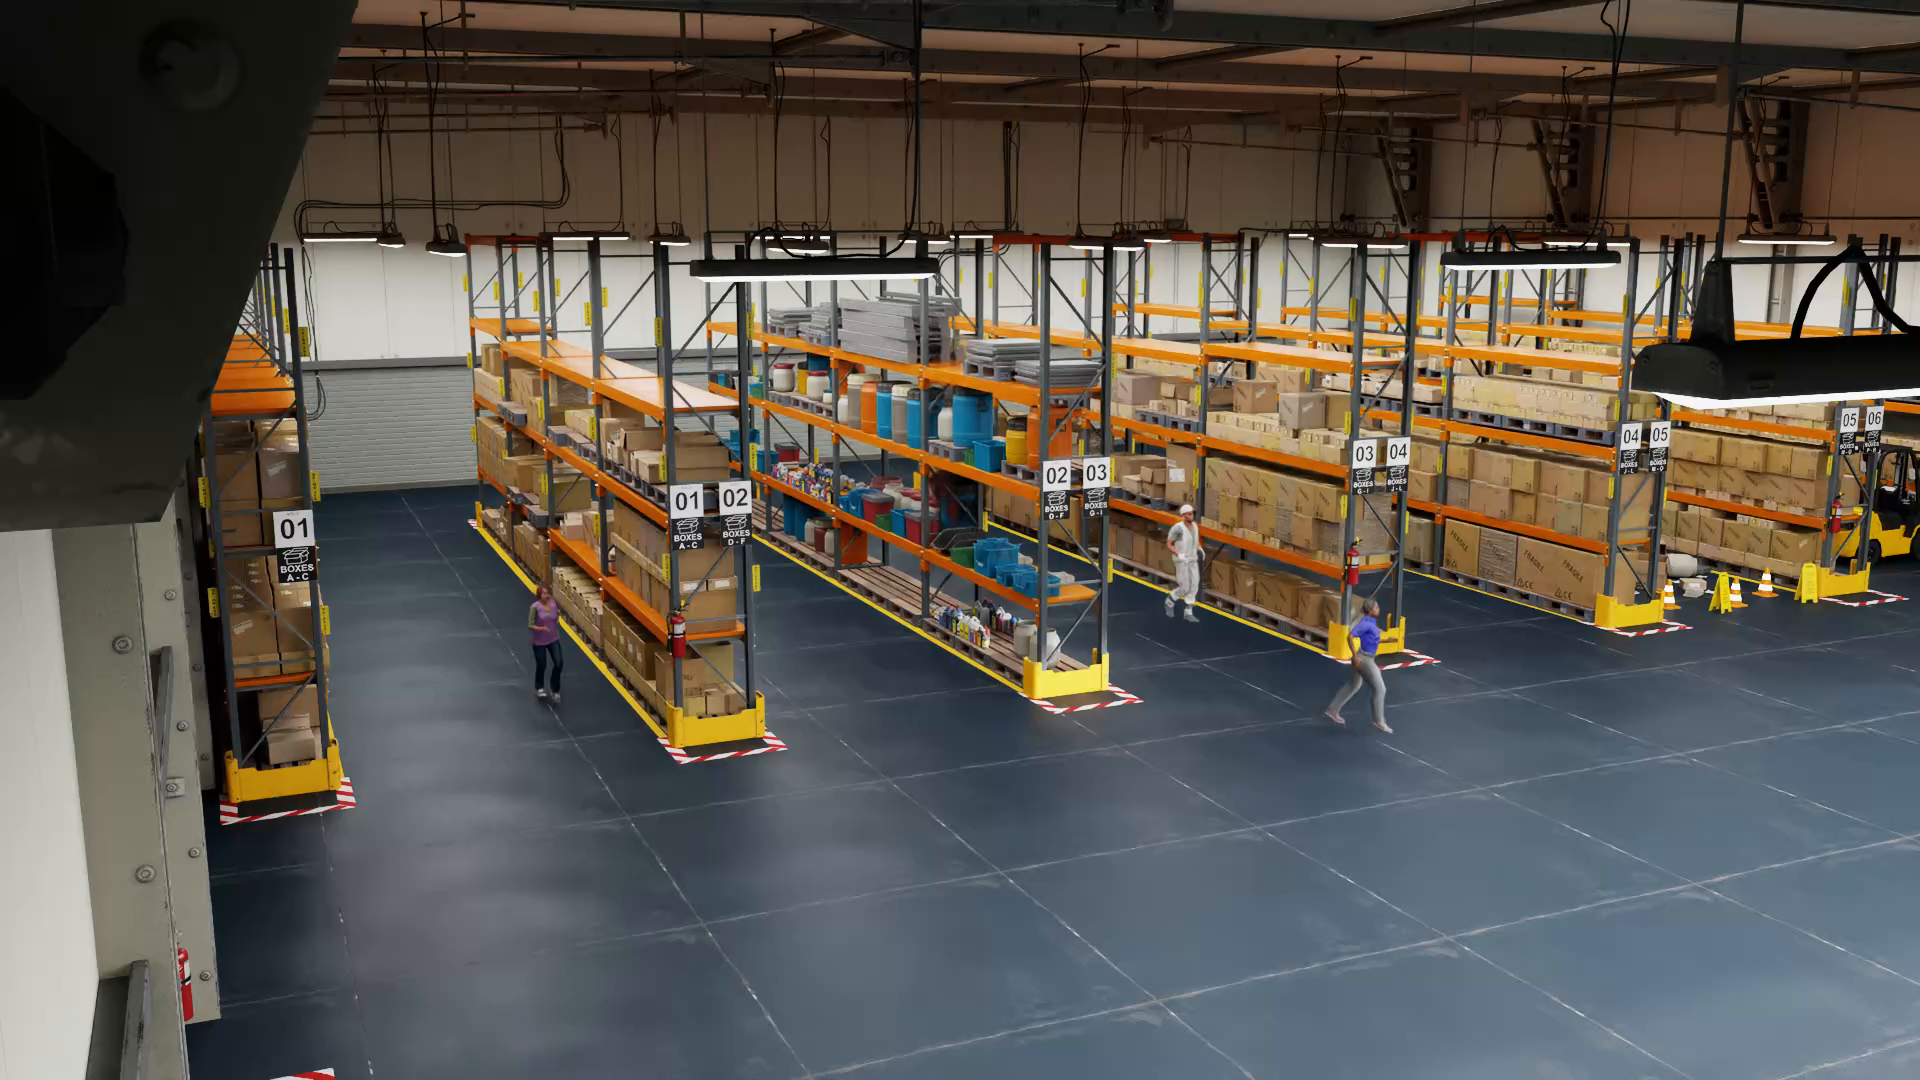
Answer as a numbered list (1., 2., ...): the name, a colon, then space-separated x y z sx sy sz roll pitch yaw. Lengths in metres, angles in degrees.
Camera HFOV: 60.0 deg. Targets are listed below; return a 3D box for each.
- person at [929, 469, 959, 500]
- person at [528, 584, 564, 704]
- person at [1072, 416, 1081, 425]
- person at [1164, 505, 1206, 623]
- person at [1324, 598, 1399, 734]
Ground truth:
1. person: -0.283 -0.647 32.122 0.653 1.689 0.829 -6 13 -29
2. person: -5.446 1.375 21.899 0.490 1.625 0.711 -7 13 -31
3. person: 2.683 -2.146 39.464 0.721 1.787 0.836 -1 11 -6
4. person: 3.418 0.336 25.257 0.683 1.783 0.660 -8 14 -36
5. person: 5.018 1.612 20.704 0.834 1.596 0.547 1 11 6
